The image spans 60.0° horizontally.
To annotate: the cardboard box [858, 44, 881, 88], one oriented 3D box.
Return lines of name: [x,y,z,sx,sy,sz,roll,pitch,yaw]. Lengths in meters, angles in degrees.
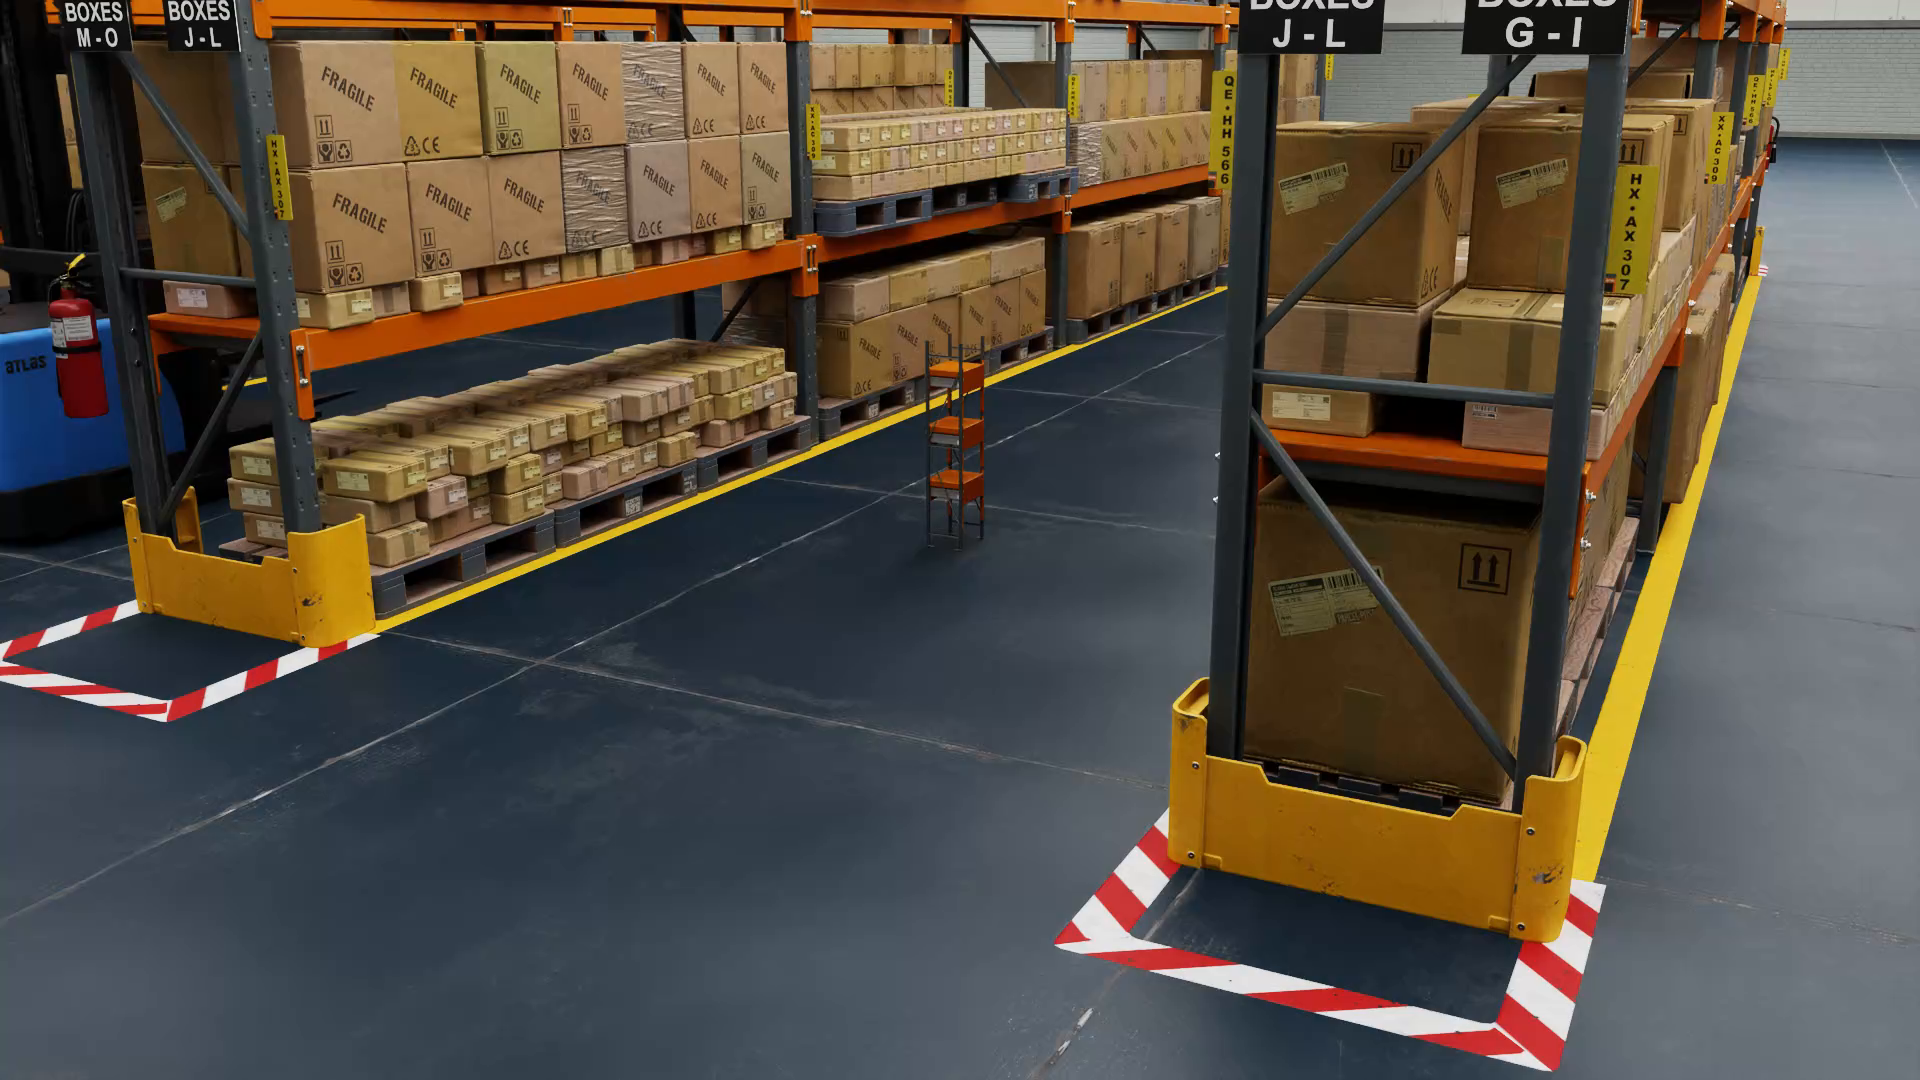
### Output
cardboard box: [-1.380,-5.741,20.131,0.700,0.500,0.500,8,18,24]

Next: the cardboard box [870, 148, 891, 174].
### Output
cardboard box: [-0.667,-2.425,10.601,0.380,0.149,0.250,8,18,24]

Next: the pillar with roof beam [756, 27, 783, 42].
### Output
pillar with roof beam: [0.493,-10.178,26.988,9.100,9.000,0.400,8,18,25]

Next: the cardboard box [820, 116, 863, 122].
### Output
cardboard box: [-0.897,-2.850,11.509,0.380,0.149,0.250,7,18,24]

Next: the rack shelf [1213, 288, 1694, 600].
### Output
rack shelf: [2.130,-0.582,6.480,1.077,0.370,4.000,8,18,25]

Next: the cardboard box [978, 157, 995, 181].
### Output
cardboard box: [0.032,-2.683,11.992,0.380,0.149,0.250,9,19,27]

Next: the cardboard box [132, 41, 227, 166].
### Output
cardboard box: [-3.174,-1.892,7.173,0.500,0.500,0.500,8,18,24]

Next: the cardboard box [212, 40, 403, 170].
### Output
cardboard box: [-2.718,-1.825,6.946,0.500,0.500,0.500,8,18,25]

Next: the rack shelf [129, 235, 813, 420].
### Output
rack shelf: [-2.262,-1.239,8.691,1.077,0.370,4.000,8,18,25]

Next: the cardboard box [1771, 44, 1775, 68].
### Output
cardboard box: [7.473,-4.481,15.889,0.500,0.500,0.500,8,18,25]

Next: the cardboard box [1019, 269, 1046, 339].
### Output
cardboard box: [0.359,-1.914,13.354,0.500,0.500,0.500,8,18,25]

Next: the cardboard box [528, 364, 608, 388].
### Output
cardboard box: [-2.236,-0.895,9.493,0.380,0.149,0.250,9,19,27]

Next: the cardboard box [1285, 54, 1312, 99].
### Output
cardboard box: [3.630,-5.498,19.607,0.875,0.550,0.550,8,18,25]

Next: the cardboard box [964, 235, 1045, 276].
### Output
cardboard box: [0.348,-2.267,13.225,0.500,0.250,0.500,8,18,24]

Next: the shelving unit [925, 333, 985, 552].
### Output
shelving unit: [-0.024,-0.490,8.329,0.215,1.050,0.252,8,18,25]

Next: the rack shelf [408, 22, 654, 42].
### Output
rack shelf: [-5.816,-6.968,22.712,1.077,0.370,4.000,8,18,25]

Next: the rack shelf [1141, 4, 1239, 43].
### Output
rack shelf: [3.100,-5.734,18.555,1.077,0.370,4.000,8,18,25]

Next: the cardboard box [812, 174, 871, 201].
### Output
cardboard box: [-0.781,-2.216,10.421,0.380,0.149,0.250,7,18,23]

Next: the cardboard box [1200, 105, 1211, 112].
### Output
cardboard box: [2.360,-4.298,17.465,0.875,0.550,0.550,8,18,25]

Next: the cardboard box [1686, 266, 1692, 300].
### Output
cardboard box: [3.180,-1.197,7.727,0.380,0.149,0.250,8,18,26]

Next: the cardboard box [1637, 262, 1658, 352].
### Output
cardboard box: [2.146,-0.837,5.815,0.500,0.250,0.500,7,18,24]

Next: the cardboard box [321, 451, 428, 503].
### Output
cardboard box: [-2.618,-0.285,7.439,0.380,0.149,0.250,7,18,23]

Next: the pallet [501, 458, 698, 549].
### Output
pallet: [-2.181,-0.269,9.060,1.003,0.211,1.213,8,18,25]

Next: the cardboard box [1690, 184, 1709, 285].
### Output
cardboard box: [3.453,-1.570,8.366,0.500,0.500,0.500,8,18,26]

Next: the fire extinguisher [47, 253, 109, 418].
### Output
fire extinguisher: [-3.681,-0.853,6.919,0.296,0.674,0.183,8,18,25]

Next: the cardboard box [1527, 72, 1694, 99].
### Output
cardboard box: [3.302,-2.129,8.487,0.797,0.503,0.637,8,18,24]

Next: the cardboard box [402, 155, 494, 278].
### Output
cardboard box: [-2.492,-1.484,7.553,0.500,0.500,0.500,8,18,25]

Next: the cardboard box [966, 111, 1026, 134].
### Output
cardboard box: [0.263,-3.096,12.339,0.380,0.149,0.250,9,19,27]

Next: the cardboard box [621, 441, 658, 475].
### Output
cardboard box: [-1.878,-0.463,9.085,0.380,0.149,0.250,8,19,26]

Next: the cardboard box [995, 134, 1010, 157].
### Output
cardboard box: [0.147,-2.890,12.166,0.380,0.149,0.250,8,18,25]

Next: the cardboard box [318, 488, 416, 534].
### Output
cardboard box: [-2.692,-0.152,7.517,0.380,0.149,0.250,9,19,28]

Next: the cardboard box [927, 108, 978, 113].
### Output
cardboard box: [-0.079,-3.316,13.080,0.380,0.149,0.250,8,18,24]

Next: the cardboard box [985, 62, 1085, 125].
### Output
cardboard box: [0.628,-3.752,13.958,0.700,0.500,0.500,8,18,25]

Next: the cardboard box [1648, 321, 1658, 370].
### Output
cardboard box: [2.376,-0.738,6.181,0.380,0.149,0.250,8,18,24]

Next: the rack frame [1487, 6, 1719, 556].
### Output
rack frame: [3.024,-1.437,8.093,1.000,3.000,0.127,8,18,25]

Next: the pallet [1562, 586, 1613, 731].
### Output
pallet: [2.070,0.396,6.821,1.003,0.211,1.213,8,18,25]

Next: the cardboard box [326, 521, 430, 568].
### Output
cardboard box: [-2.635,-0.002,7.532,0.380,0.149,0.250,9,19,26]

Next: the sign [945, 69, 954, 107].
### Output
sign: [-0.079,-3.737,13.804,0.100,0.325,0.005,8,18,25]

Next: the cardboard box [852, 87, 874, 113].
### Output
cardboard box: [-1.382,-5.259,20.265,0.500,0.500,0.500,8,18,25]

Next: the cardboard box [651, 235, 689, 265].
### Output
cardboard box: [-1.709,-1.595,9.067,0.380,0.149,0.250,7,18,23]

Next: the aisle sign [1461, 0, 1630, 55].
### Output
aisle sign: [1.473,-1.607,4.102,0.394,0.787,0.004,8,18,25]

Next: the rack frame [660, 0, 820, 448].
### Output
rack frame: [-1.368,-2.093,10.304,1.000,3.000,0.127,8,18,25]

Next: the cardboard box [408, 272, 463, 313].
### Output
cardboard box: [-2.473,-1.127,7.490,0.380,0.149,0.250,8,18,24]

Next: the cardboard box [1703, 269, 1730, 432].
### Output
cardboard box: [4.079,-1.239,10.422,1.225,0.875,0.875,8,18,26]

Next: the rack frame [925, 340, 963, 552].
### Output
rack frame: [-0.078,-0.459,8.224,0.200,1.050,0.008,8,18,25]

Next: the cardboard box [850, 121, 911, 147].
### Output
cardboard box: [-0.545,-2.638,10.796,0.380,0.149,0.250,8,18,26]

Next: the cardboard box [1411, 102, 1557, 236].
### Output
cardboard box: [2.126,-1.520,6.796,0.500,0.500,0.500,7,18,24]

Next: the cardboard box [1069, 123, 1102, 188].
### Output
cardboard box: [0.861,-3.240,13.989,0.500,0.500,0.500,8,18,26]

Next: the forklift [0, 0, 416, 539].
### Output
forklift: [-4.476,-1.782,9.377,1.130,2.935,3.031,8,19,26]

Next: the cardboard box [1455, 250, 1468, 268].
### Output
cardboard box: [1.670,-0.904,6.042,0.500,0.250,0.500,7,18,24]

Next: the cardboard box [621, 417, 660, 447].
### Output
cardboard box: [-1.873,-0.624,9.105,0.380,0.149,0.250,7,18,23]

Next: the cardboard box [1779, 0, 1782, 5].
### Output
cardboard box: [7.492,-5.183,15.701,0.500,0.250,0.500,7,18,23]

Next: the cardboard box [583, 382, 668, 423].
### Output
cardboard box: [-1.812,-0.748,8.999,0.380,0.149,0.250,7,18,23]

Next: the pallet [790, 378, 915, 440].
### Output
pallet: [-1.022,-0.955,11.369,1.003,0.211,1.213,8,18,25]

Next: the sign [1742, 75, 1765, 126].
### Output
sign: [5.309,-2.941,11.123,0.100,0.325,0.005,8,18,25]

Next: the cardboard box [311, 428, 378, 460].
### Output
cardboard box: [-2.982,-0.418,7.888,0.380,0.149,0.250,8,19,26]

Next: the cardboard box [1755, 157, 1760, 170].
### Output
cardboard box: [7.426,-3.623,15.895,0.380,0.149,0.250,8,18,25]
